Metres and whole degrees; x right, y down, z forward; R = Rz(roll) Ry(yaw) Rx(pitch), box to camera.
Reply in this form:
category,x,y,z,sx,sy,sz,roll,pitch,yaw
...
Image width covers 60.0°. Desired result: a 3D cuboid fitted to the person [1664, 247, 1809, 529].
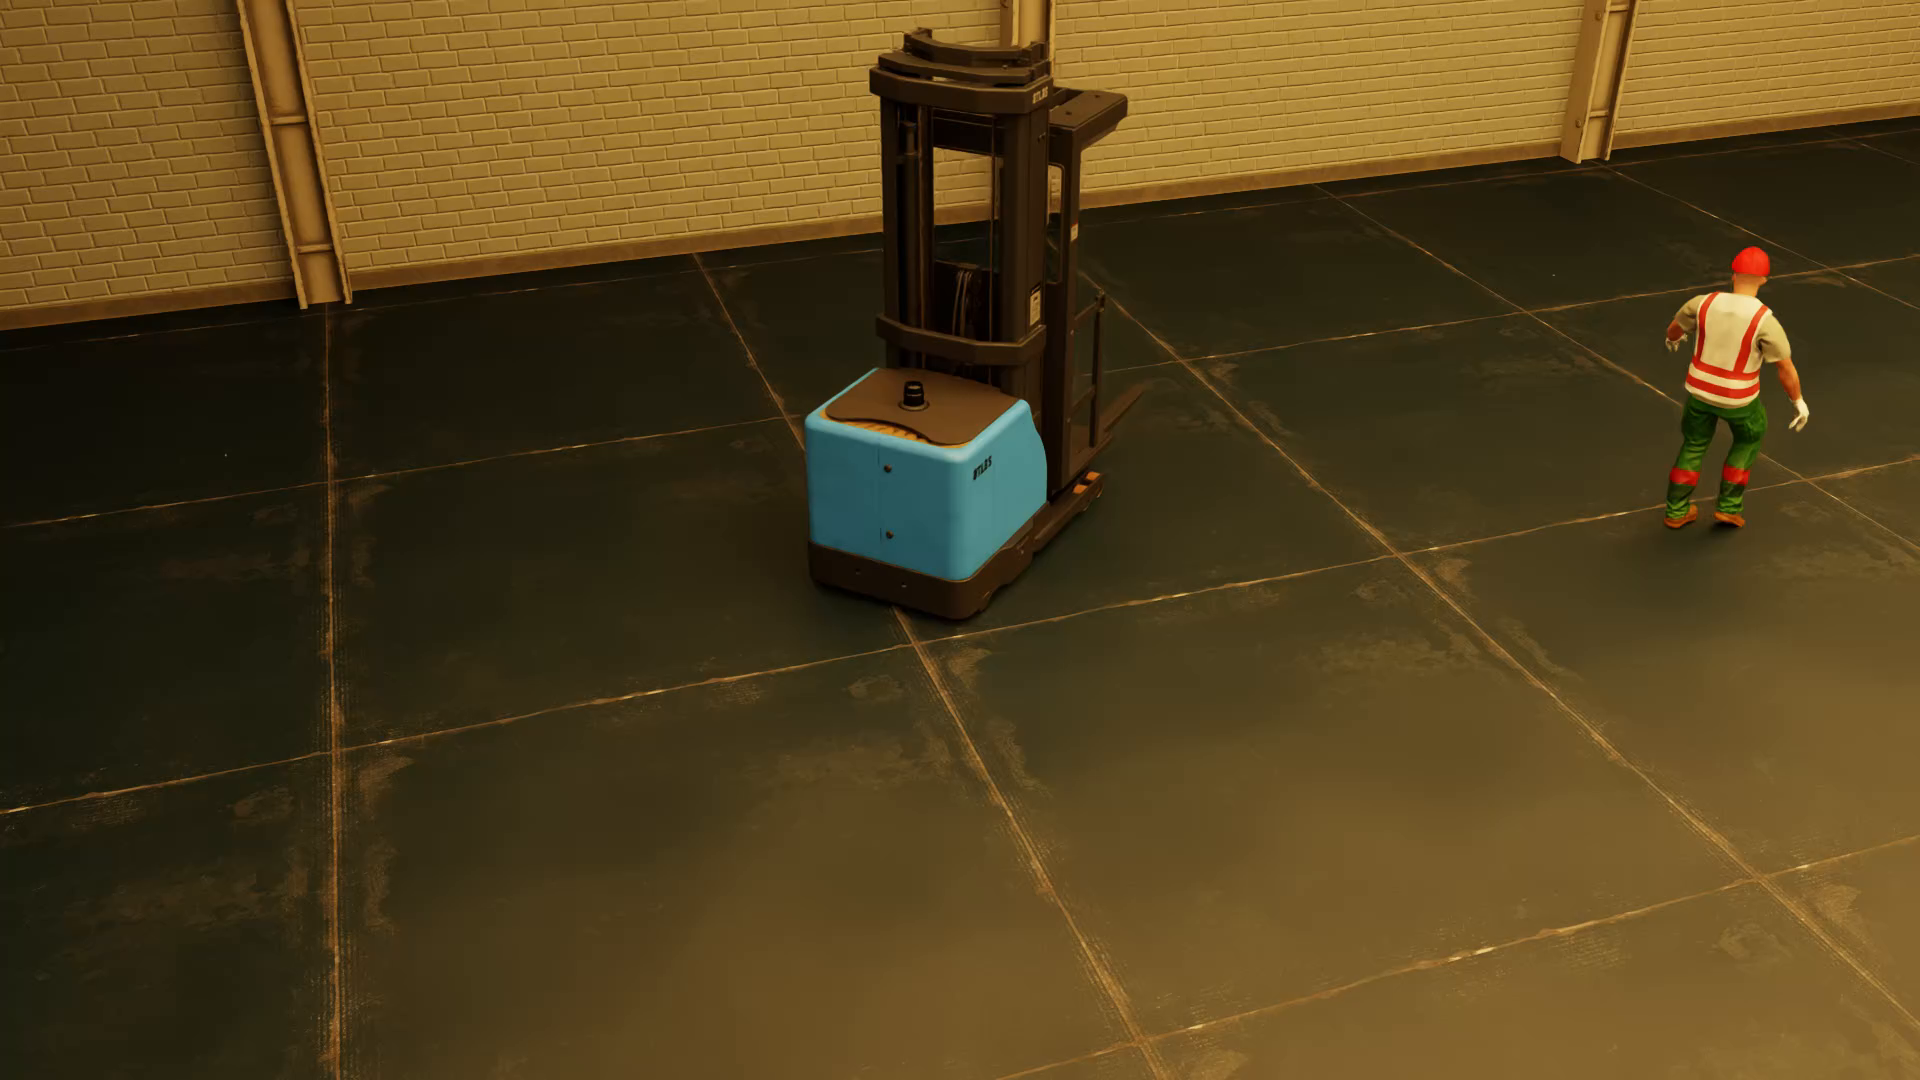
category,x,y,z,sx,sy,sz,roll,pitch,yaw
person,4.522,-0.869,9.816,0.502,1.805,0.966,-23,37,-34

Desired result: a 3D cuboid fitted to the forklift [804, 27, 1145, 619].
category,x,y,z,sx,sy,sz,roll,pitch,yaw
forklift,0.269,-1.544,9.771,1.130,2.935,3.031,15,33,24
